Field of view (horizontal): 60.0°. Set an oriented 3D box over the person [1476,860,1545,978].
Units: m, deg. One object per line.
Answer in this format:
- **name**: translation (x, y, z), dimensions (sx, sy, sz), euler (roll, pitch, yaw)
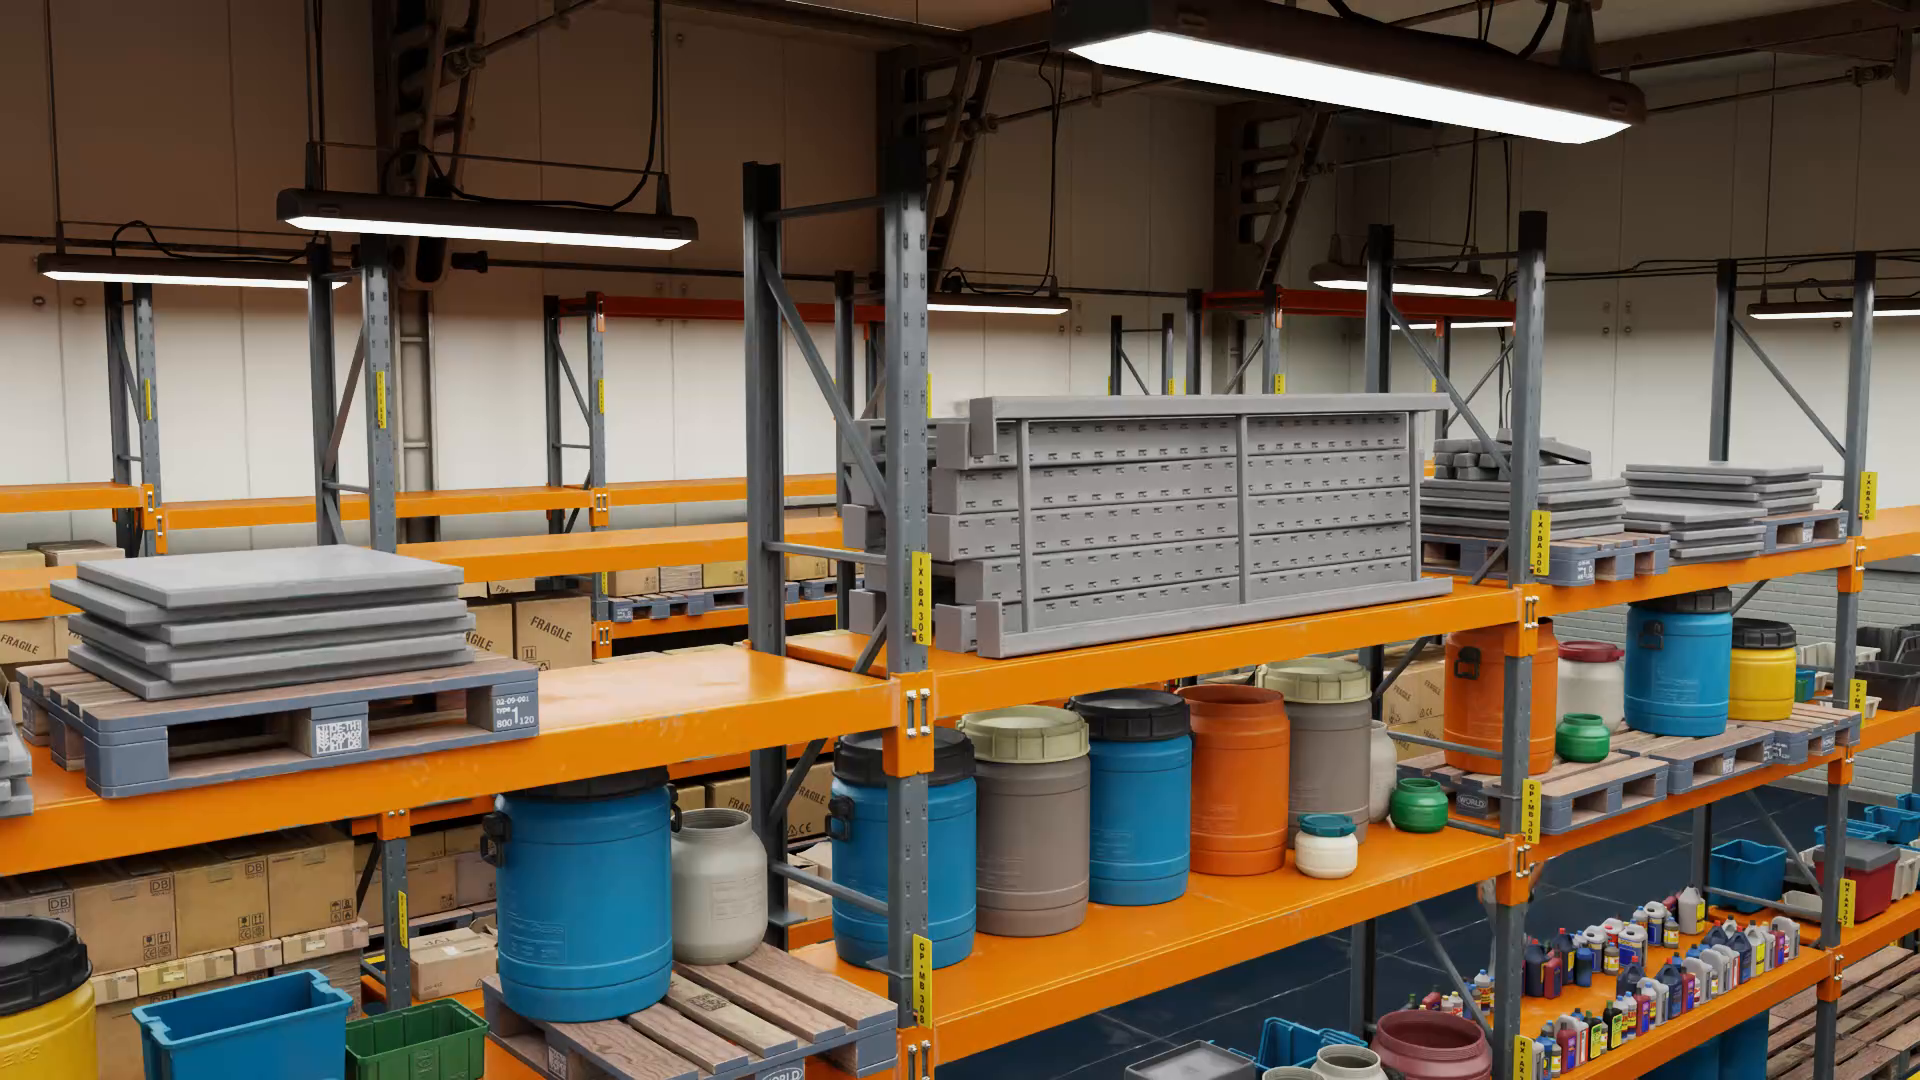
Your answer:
- **person**: translation (4.638, 3.049, 14.032), dimensions (0.629, 1.631, 0.996), euler (4, 7, 39)
